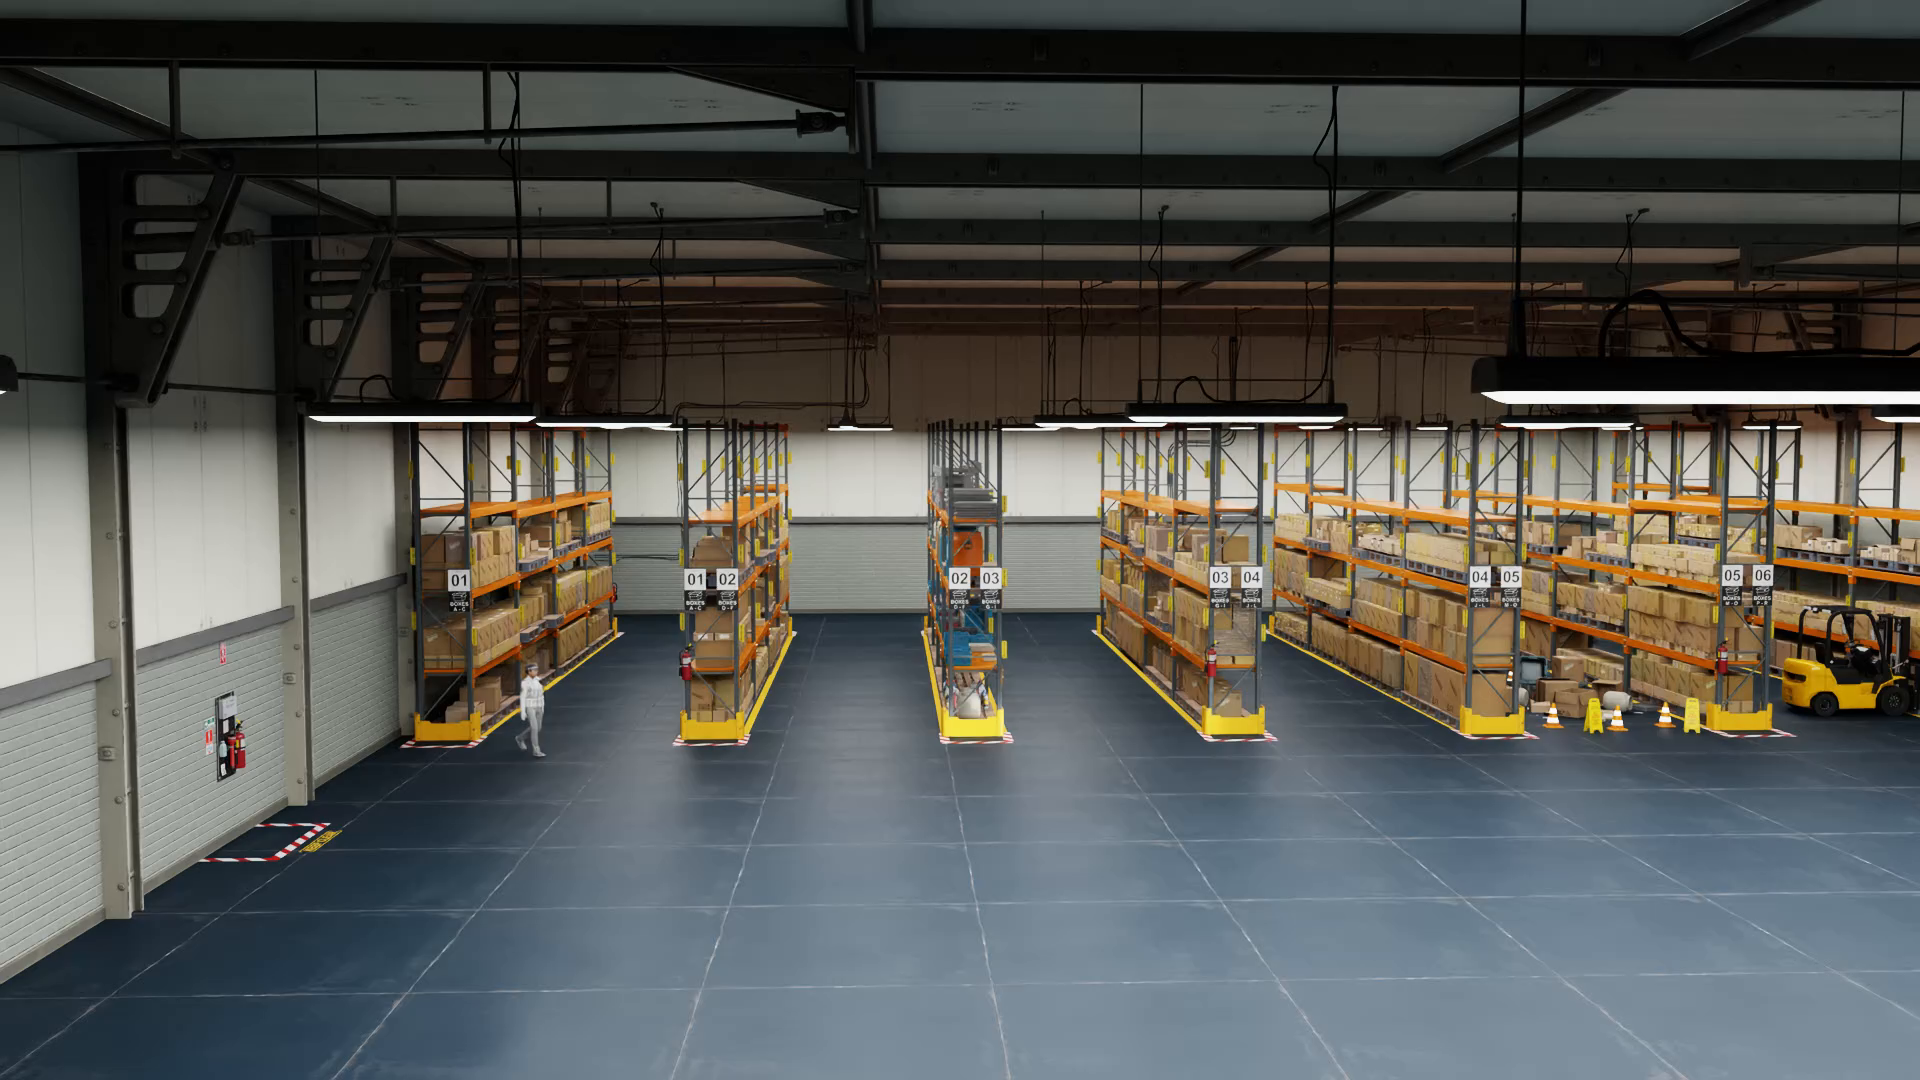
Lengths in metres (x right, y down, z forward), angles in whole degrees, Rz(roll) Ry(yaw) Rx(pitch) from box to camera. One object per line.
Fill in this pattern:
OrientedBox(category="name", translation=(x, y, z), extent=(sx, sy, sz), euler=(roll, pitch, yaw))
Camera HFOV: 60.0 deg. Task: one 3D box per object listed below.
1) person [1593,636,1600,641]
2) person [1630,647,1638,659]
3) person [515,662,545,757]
OrientedBox(category="person", translation=(17.403, 1.978, 45.820), extent=(0.452, 1.718, 0.574), euler=(-2, 4, -29))
OrientedBox(category="person", translation=(17.272, 2.149, 42.047), extent=(0.509, 1.806, 0.543), euler=(-1, 4, -15))
OrientedBox(category="person", translation=(-7.614, 2.989, 29.584), extent=(0.782, 1.646, 0.531), euler=(2, 4, 29))
